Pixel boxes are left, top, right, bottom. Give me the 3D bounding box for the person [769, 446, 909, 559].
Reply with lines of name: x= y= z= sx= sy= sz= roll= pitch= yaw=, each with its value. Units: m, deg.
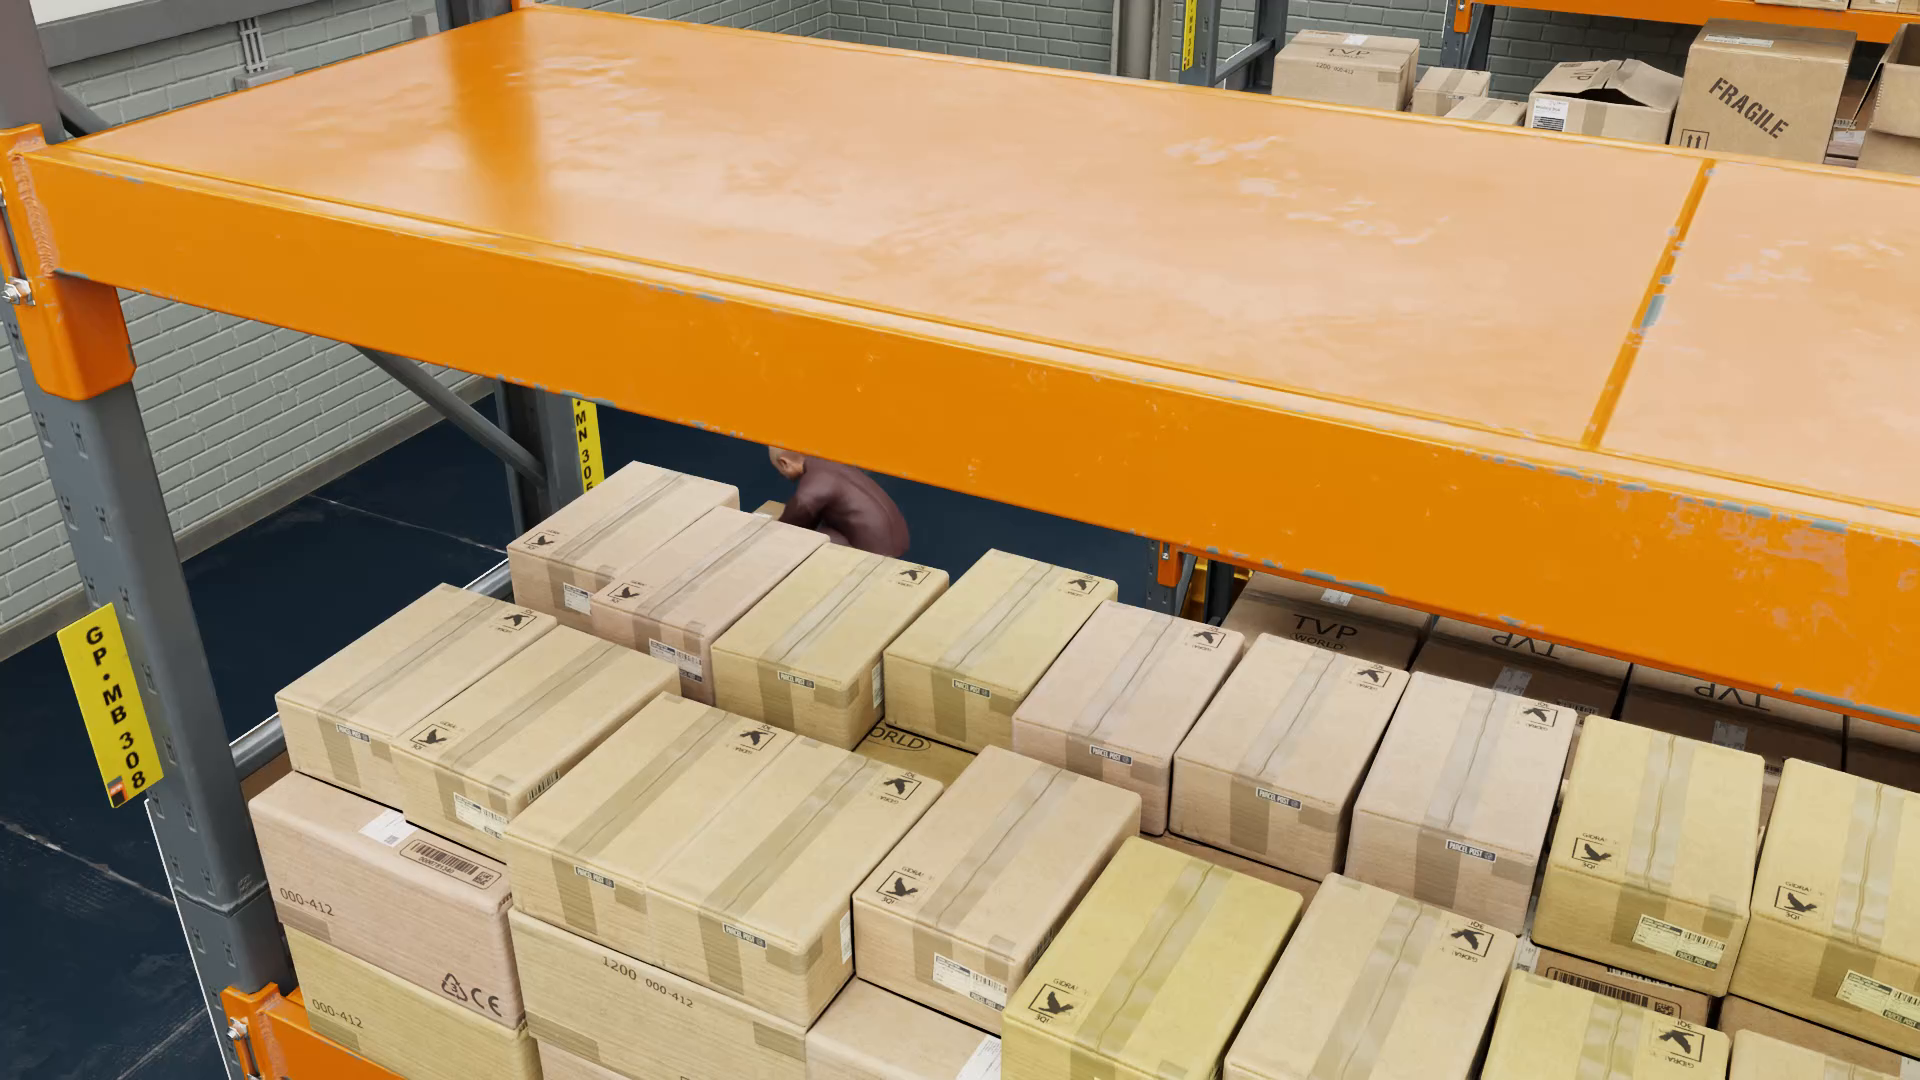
person: x=-0.713 y=-0.104 z=9.121 sx=0.904 sy=0.997 sz=0.601 roll=14 pitch=33 yaw=23
